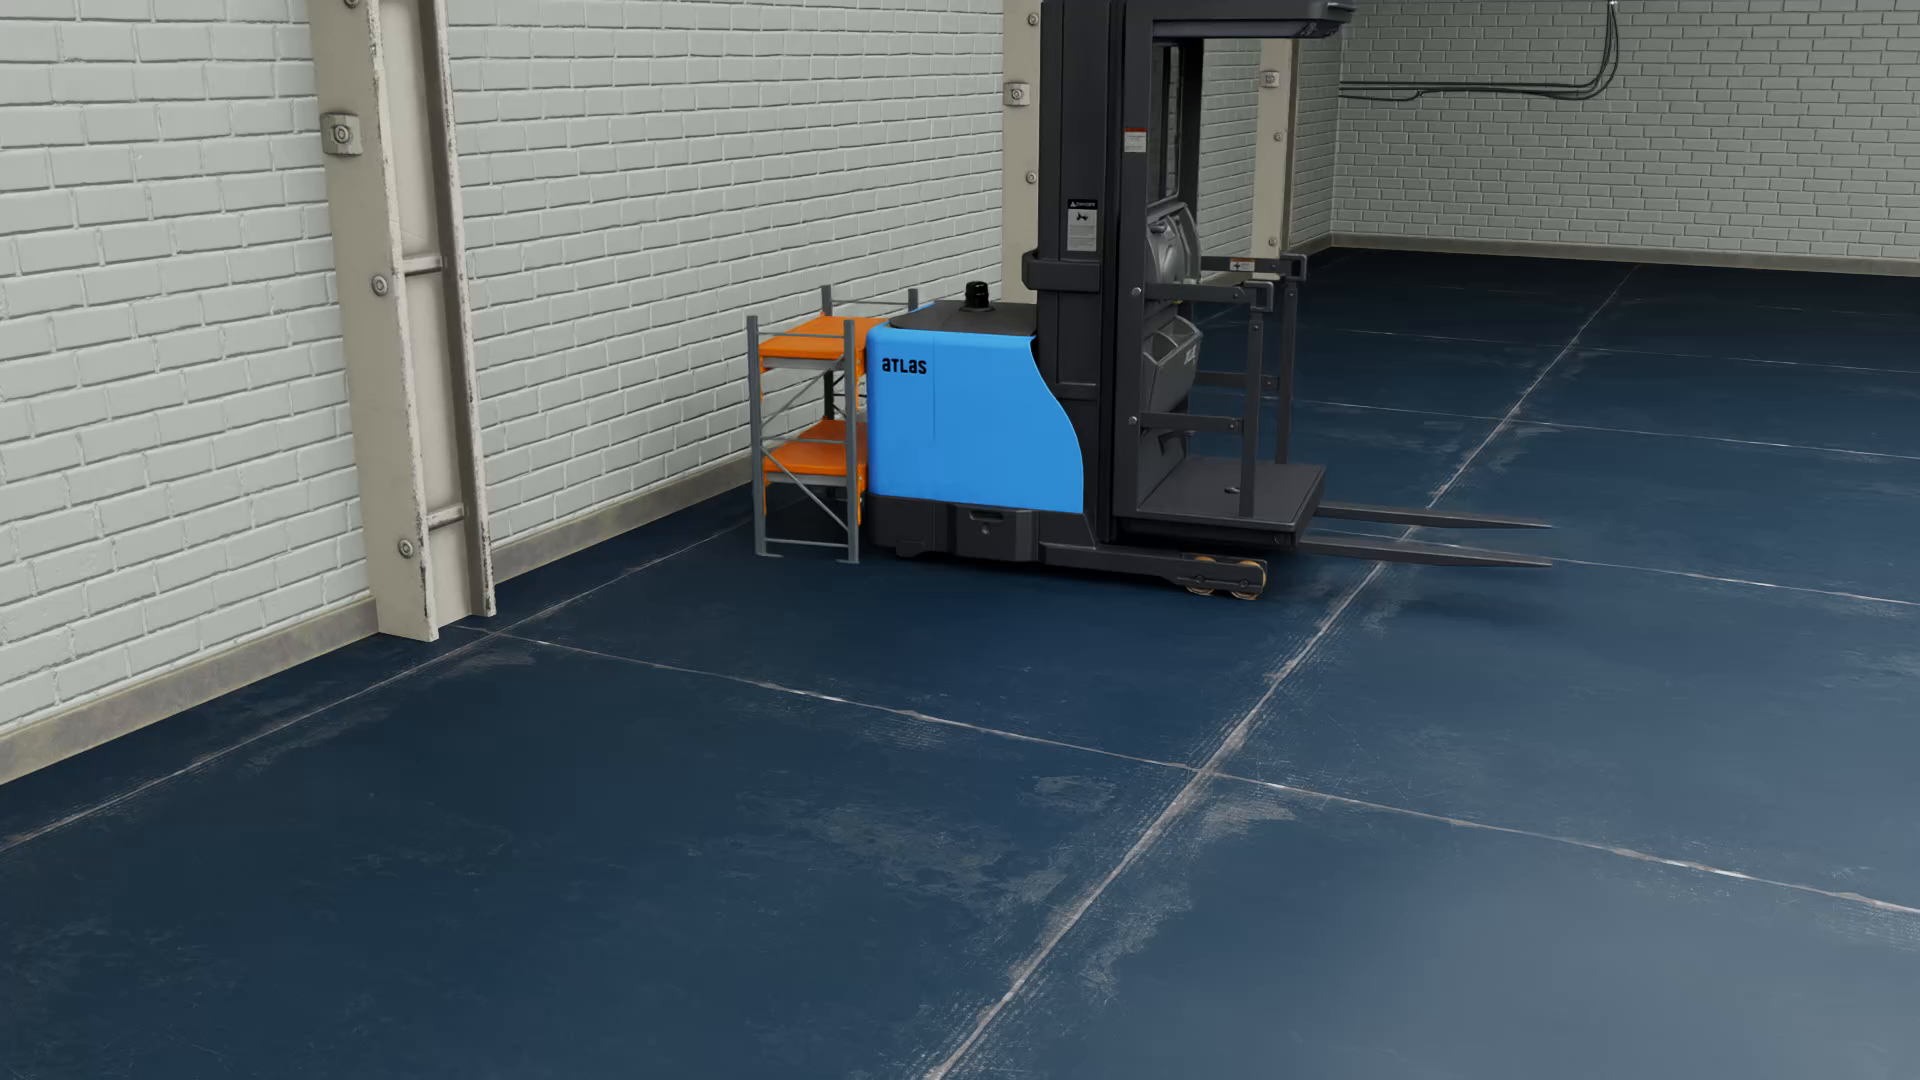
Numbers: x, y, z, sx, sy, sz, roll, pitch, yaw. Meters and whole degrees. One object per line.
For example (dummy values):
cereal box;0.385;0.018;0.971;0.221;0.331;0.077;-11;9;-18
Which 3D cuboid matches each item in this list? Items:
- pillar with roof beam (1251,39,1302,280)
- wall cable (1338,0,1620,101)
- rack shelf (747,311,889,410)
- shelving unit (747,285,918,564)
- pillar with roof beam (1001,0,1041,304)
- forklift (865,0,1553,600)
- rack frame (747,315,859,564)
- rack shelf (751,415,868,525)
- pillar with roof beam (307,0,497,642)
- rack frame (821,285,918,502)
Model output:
pillar with roof beam;7.044;-6.485;14.052;9.100;9.000;0.400;8;18;25
wall cable;5.692;-6.126;18.298;3.097;2.526;0.112;8;18;25
rack shelf;-0.583;-0.872;7.958;0.538;0.278;1.000;4;17;14
shelving unit;-0.583;-0.592;8.041;0.538;1.125;1.048;4;17;14
pillar with roof beam;4.363;-4.956;8.906;9.100;9.000;0.400;8;18;25
forklift;1.134;-1.318;7.315;3.031;2.935;1.130;6;17;18
rack frame;-0.711;-0.452;7.570;0.500;1.125;0.032;4;17;14
rack shelf;-0.583;-0.357;8.111;0.538;0.278;1.000;4;17;14
pillar with roof beam;1.682;-3.428;3.761;9.100;9.000;0.400;8;18;25
rack frame;-0.455;-0.732;8.513;0.500;1.125;0.032;4;17;14
